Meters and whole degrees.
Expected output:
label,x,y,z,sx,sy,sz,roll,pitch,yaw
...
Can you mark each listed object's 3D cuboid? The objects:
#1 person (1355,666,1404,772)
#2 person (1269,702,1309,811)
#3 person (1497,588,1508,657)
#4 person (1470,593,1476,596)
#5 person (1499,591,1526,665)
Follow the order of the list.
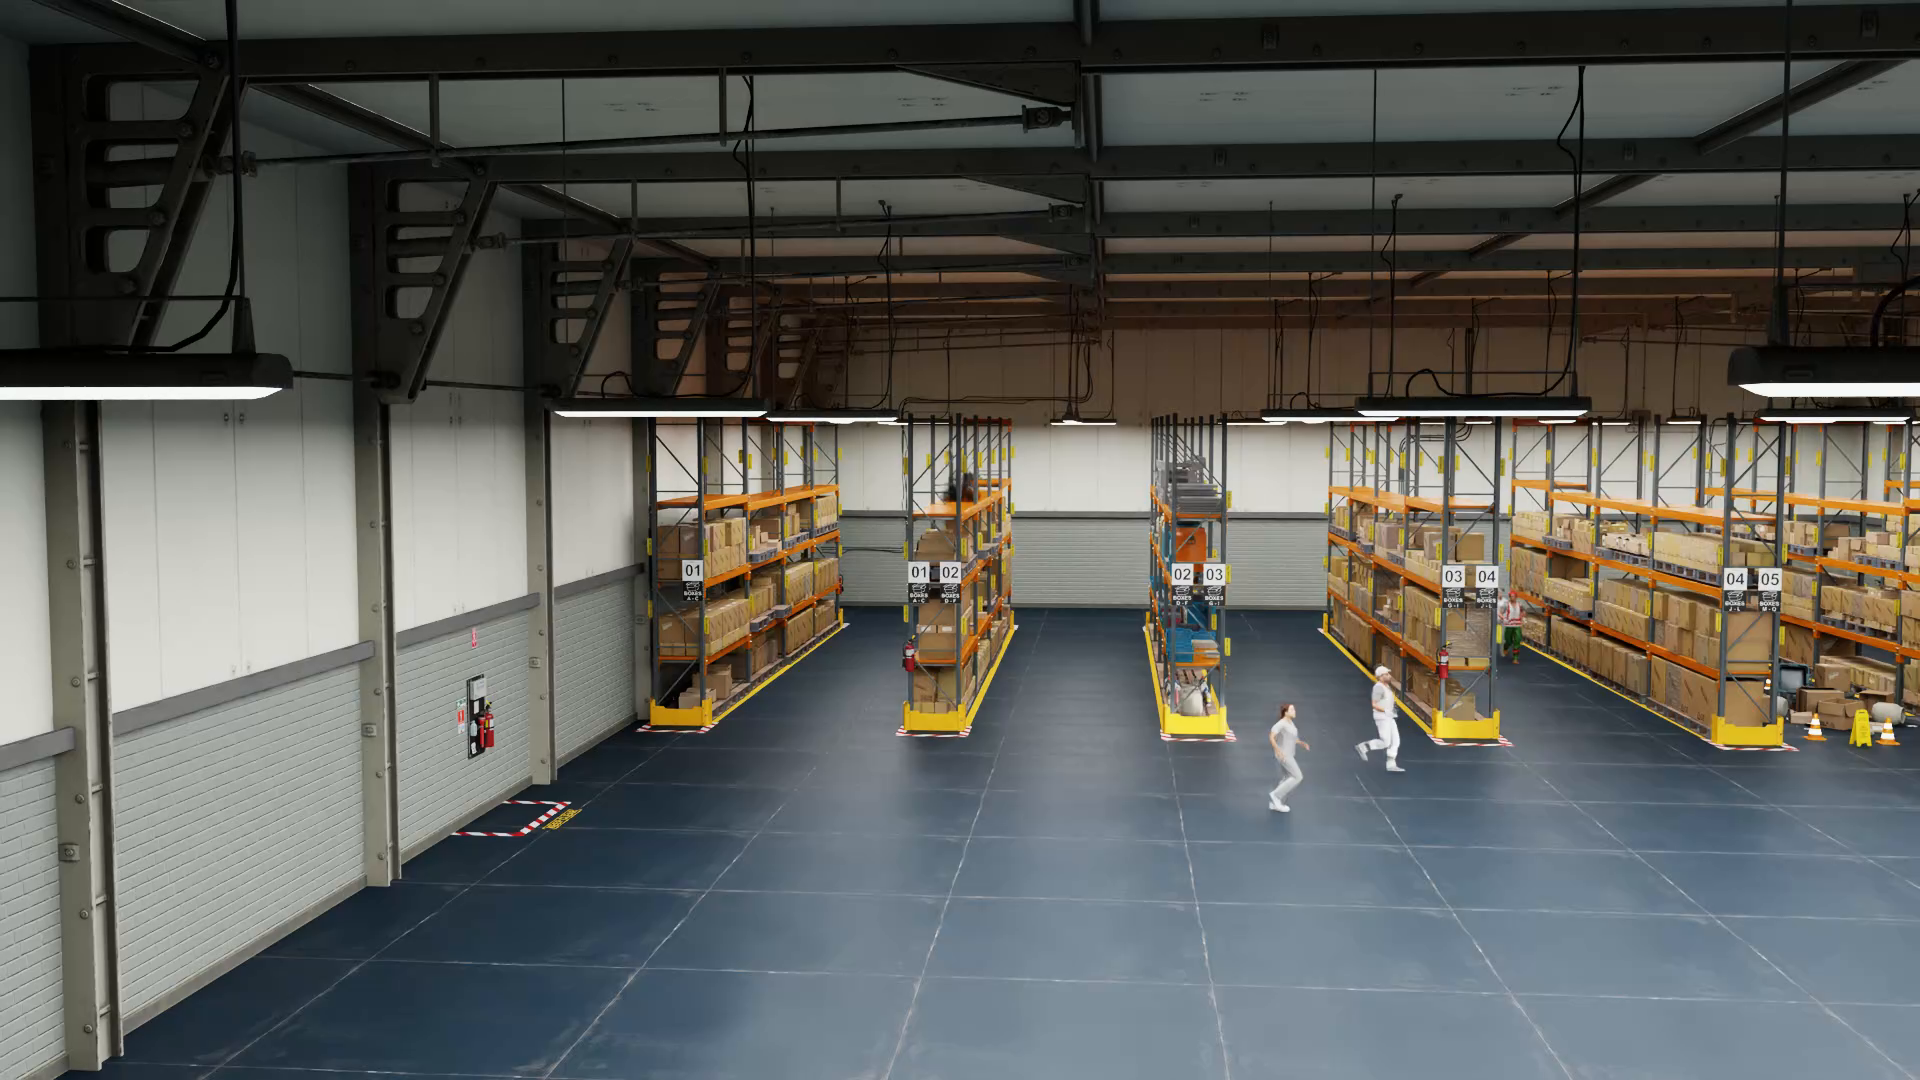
label,x,y,z,sx,sy,sz,roll,pitch,yaw
person,7.036,2.978,27.742,0.818,1.758,0.653,2,4,30
person,4.904,3.230,24.790,0.569,1.637,0.573,2,4,25
person,13.639,2.053,42.016,0.628,1.703,0.932,0,4,6
person,13.890,1.924,45.400,0.623,1.519,0.484,1,4,17
person,13.474,2.118,40.515,0.667,1.776,0.962,0,4,6
